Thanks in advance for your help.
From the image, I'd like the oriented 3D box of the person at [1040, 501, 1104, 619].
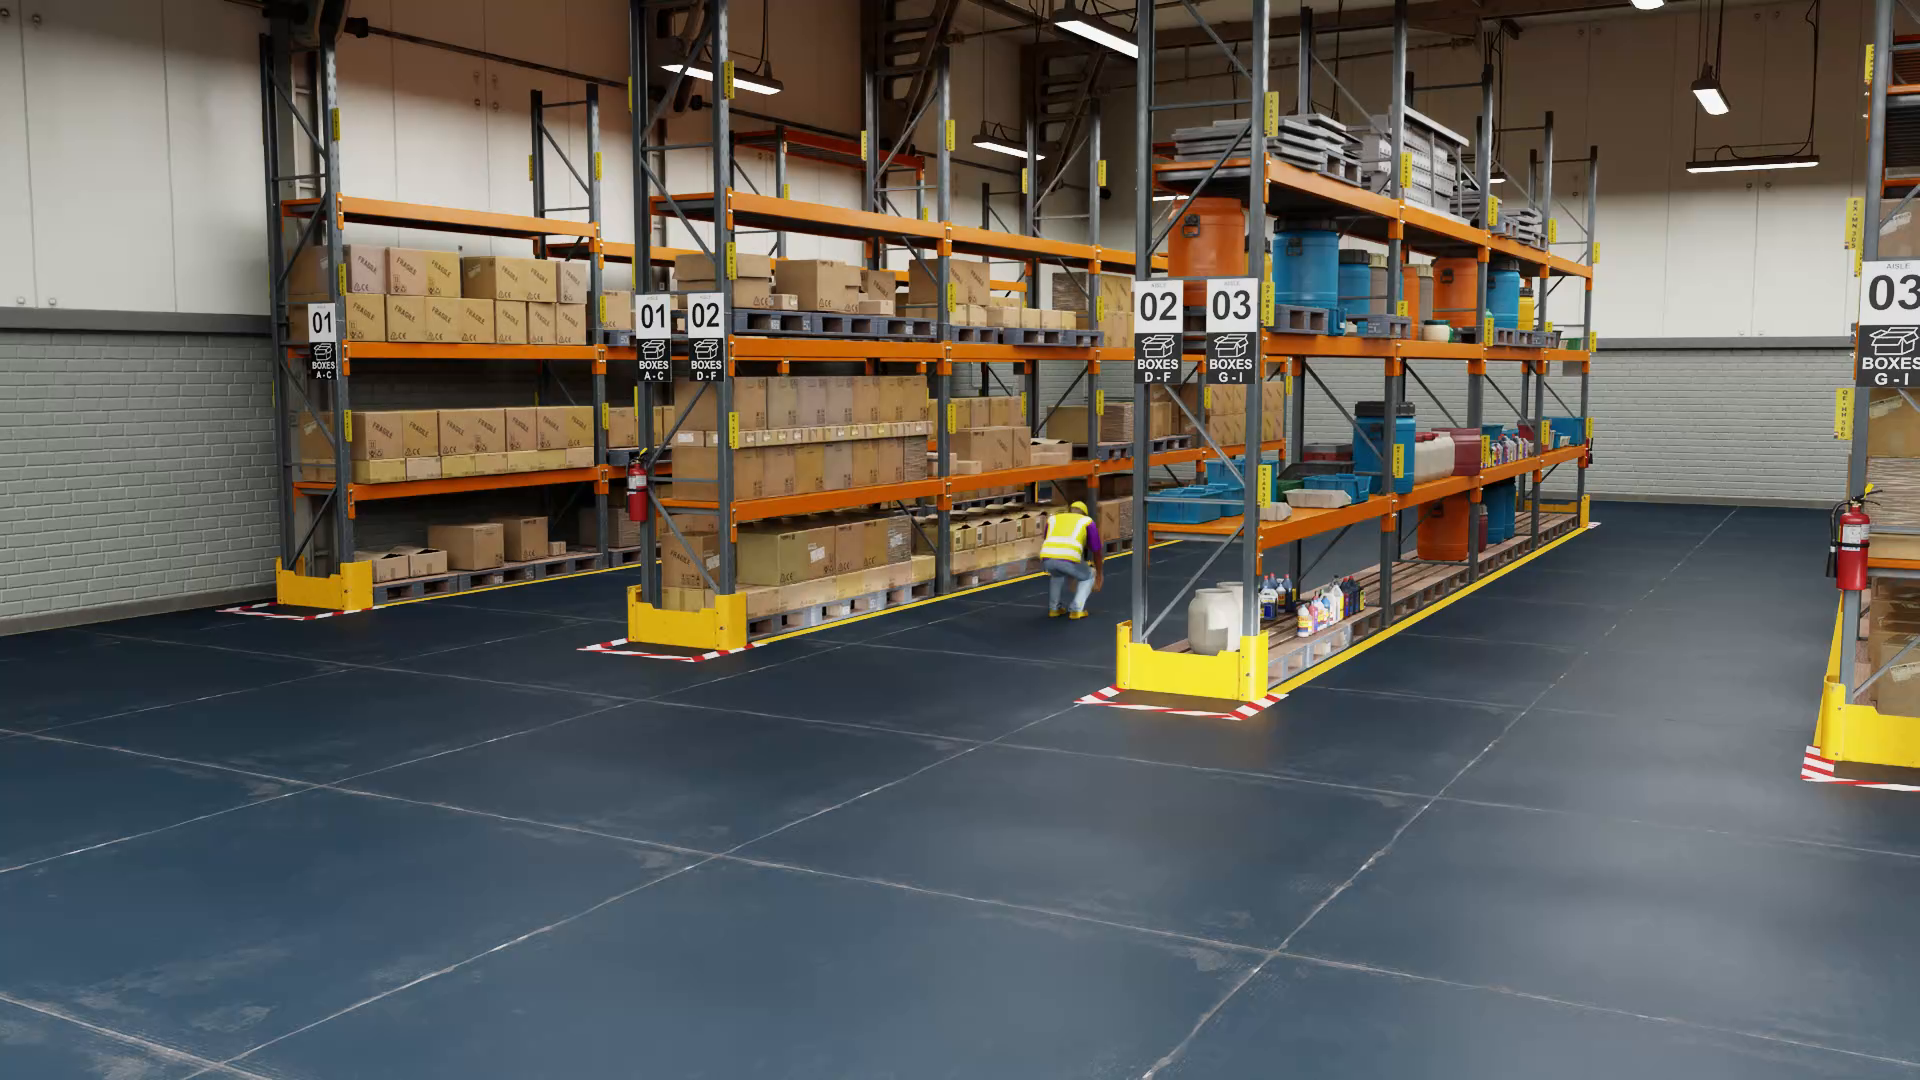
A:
[{"bbox_3d":[1.098,0.199,17.081,0.612,1.156,0.852,3,7,28],"label":"person"}]
